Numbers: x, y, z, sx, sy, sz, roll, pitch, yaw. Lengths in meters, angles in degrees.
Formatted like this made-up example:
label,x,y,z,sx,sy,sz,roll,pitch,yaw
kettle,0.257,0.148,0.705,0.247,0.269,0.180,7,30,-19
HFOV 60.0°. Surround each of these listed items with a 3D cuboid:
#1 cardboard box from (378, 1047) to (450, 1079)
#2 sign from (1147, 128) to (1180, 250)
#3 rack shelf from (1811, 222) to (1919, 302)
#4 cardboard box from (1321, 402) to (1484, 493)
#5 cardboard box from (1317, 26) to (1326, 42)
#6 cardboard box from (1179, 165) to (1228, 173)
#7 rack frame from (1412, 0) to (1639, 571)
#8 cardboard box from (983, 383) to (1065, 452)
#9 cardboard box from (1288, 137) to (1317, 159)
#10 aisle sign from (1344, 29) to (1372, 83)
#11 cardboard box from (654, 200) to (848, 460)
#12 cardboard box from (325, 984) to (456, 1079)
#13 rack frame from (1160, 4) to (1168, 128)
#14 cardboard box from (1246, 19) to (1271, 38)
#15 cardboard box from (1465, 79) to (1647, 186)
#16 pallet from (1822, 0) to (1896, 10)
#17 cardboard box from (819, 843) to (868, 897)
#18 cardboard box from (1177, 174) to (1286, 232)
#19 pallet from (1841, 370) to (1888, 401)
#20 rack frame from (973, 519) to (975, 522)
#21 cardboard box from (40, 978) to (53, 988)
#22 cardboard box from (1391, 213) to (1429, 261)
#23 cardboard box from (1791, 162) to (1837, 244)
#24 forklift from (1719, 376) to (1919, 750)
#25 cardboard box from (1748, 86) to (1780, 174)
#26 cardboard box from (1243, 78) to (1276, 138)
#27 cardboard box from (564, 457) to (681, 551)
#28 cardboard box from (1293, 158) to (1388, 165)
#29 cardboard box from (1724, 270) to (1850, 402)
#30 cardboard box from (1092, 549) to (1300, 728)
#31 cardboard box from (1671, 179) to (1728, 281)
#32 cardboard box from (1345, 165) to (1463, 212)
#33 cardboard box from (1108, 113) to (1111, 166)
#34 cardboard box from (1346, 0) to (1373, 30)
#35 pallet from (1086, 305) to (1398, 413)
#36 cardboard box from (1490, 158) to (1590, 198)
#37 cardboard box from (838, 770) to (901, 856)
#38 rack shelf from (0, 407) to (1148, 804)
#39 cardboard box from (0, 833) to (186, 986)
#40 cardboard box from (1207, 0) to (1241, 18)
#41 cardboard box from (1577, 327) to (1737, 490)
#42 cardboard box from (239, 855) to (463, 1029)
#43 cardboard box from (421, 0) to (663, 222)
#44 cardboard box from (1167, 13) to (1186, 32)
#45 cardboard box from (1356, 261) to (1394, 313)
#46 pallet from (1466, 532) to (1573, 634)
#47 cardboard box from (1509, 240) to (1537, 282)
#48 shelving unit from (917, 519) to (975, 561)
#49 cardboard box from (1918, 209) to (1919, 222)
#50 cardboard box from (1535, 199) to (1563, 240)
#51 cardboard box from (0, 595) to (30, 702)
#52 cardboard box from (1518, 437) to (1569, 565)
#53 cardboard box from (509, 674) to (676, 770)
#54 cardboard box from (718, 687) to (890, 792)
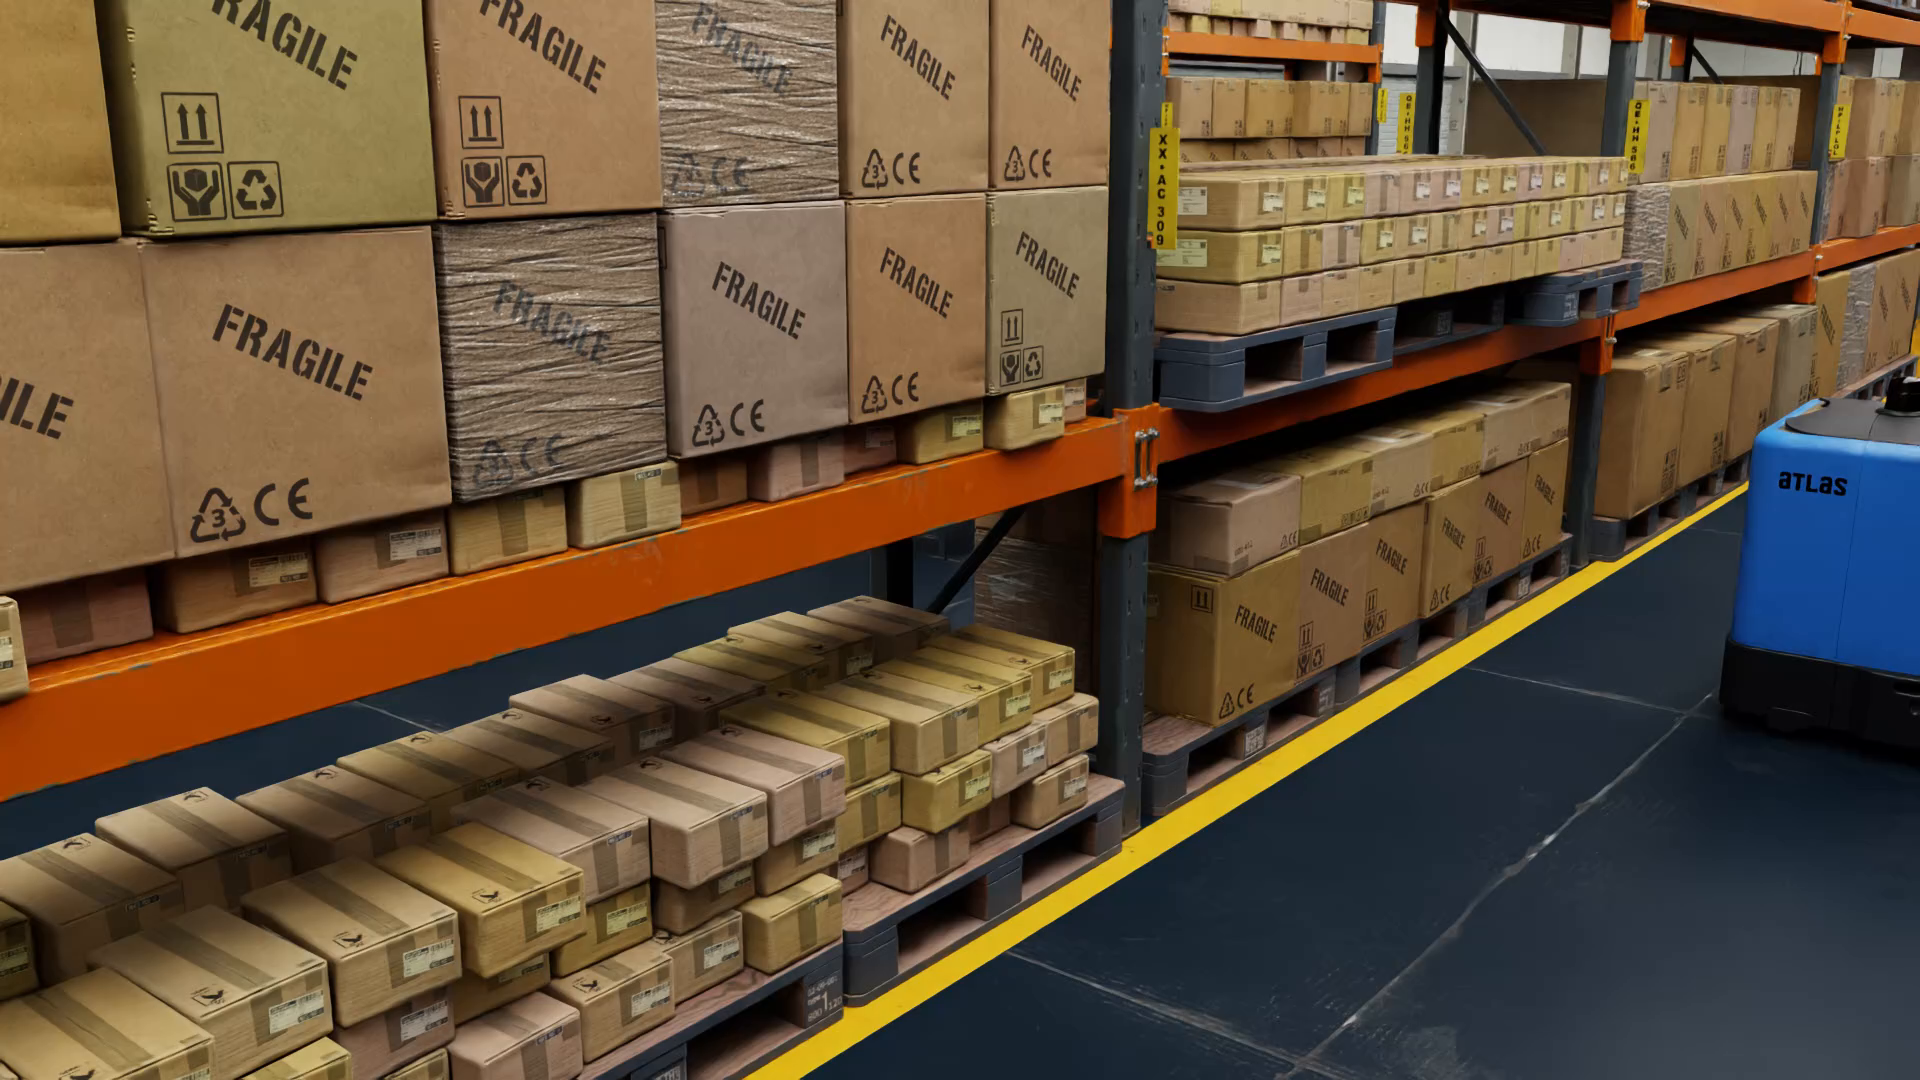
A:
label,x,y,z,sx,sy,sz,roll,pitch,yaw
cardboard box,-1.225,1.061,3.292,0.380,0.149,0.250,11,18,38
sign,0.554,-0.963,4.562,0.100,0.325,0.005,11,18,38
rack shelf,6.413,-2.192,12.621,1.077,0.370,4.000,11,18,38
cardboard box,1.775,-0.382,6.737,0.500,0.250,0.500,12,18,39
cardboard box,3.214,-4.754,15.664,0.380,0.149,0.250,11,18,38
cardboard box,0.725,-1.254,5.916,0.380,0.149,0.250,11,18,37
rack frame,2.642,-1.392,8.009,1.000,3.000,0.127,11,18,38
cardboard box,0.053,-0.347,4.406,0.380,0.149,0.250,11,18,36
cardboard box,2.994,-3.526,15.603,0.500,0.500,0.500,11,18,37
aisle sign,4.021,-4.897,16.529,0.394,0.787,0.004,11,18,38
cardboard box,-0.598,-0.488,3.643,0.500,0.500,0.500,11,18,37
cardboard box,-1.218,0.912,3.275,0.380,0.149,0.250,10,17,35
rack frame,1.242,-2.904,13.964,1.000,3.000,0.127,11,18,38
cardboard box,2.507,-4.491,14.629,0.380,0.149,0.250,11,18,36
cardboard box,2.932,-2.009,8.206,0.700,0.500,0.500,11,18,37
pallet,5.678,-3.724,11.276,1.003,0.211,1.213,11,18,38
cardboard box,-0.458,0.809,4.282,0.380,0.149,0.250,11,18,36
cardboard box,0.733,-1.000,4.916,0.380,0.149,0.250,12,19,40
pallet,6.461,-1.174,12.817,1.003,0.211,1.213,11,18,38
rack frame,0.234,-0.798,8.719,0.400,1.500,0.023,11,18,38
cardboard box,-1.703,0.894,3.345,0.380,0.149,0.250,11,18,37
cardboard box,1.387,-1.057,5.745,0.380,0.149,0.250,12,19,40
cardboard box,5.378,-2.303,11.291,0.875,0.550,0.550,11,18,38
forklift,4.227,-0.631,5.152,3.031,2.935,1.130,11,18,36
cardboard box,4.526,-2.496,10.122,0.700,0.500,0.500,11,18,37
cardboard box,2.362,-3.819,14.725,0.700,0.500,0.500,11,18,36
cardboard box,-0.797,-0.102,3.444,0.380,0.149,0.250,12,18,39
cardboard box,1.541,-1.502,6.894,0.380,0.149,0.250,12,19,40
cardboard box,5.605,-1.441,11.666,0.875,0.875,0.875,12,18,38
cardboard box,0.798,0.282,5.645,0.500,0.500,0.500,12,19,40
cardboard box,3.768,-1.679,8.936,0.500,0.500,0.500,11,18,37
cardboard box,1.545,-1.248,5.892,0.380,0.149,0.250,12,19,40
cardboard box,1.130,-3.177,13.375,0.500,0.500,0.500,11,18,37
cardboard box,3.644,-5.056,16.042,0.500,0.250,0.500,11,18,37
pallet,0.721,-0.657,5.505,1.003,0.211,1.213,11,18,38
cardboard box,2.366,-1.499,6.881,0.380,0.149,0.250,12,19,39
cardboard box,-0.372,0.659,4.272,0.380,0.149,0.250,11,18,38
rack shelf,-1.129,0.106,3.574,1.077,0.370,4.000,11,18,38
cardboard box,-1.772,0.741,3.341,0.380,0.149,0.250,10,18,35
cardboard box,2.048,-4.572,14.135,0.500,0.250,0.500,11,18,37
cardboard box,3.641,-0.775,9.300,1.050,0.750,0.750,12,18,38
cardboard box,-1.182,0.771,3.226,0.380,0.149,0.250,12,19,40
cardboard box,-0.924,-0.874,3.132,0.500,0.500,0.500,11,18,36
cardboard box,1.633,-4.258,13.712,0.380,0.149,0.250,11,18,37
cardboard box,1.221,-0.861,5.577,0.380,0.149,0.250,11,18,38
pallet,2.149,0.109,7.764,1.003,0.211,1.213,11,18,38
cardboard box,2.043,-1.112,6.567,0.380,0.149,0.250,10,18,35
shelving unit,0.004,-0.728,8.443,0.431,1.500,0.755,11,18,38
cardboard box,7.472,-2.918,13.714,0.875,0.550,0.550,11,18,38
cardboard box,2.198,-1.303,6.711,0.380,0.149,0.250,11,18,38
cardboard box,-1.589,0.152,2.441,0.380,0.149,0.250,11,18,36
cardboard box,2.431,-0.217,7.610,0.500,0.500,0.500,11,18,37
cardboard box,-0.960,0.487,4.341,0.380,0.149,0.250,12,18,39
cardboard box,-0.398,0.514,4.236,0.380,0.149,0.250,12,19,39
